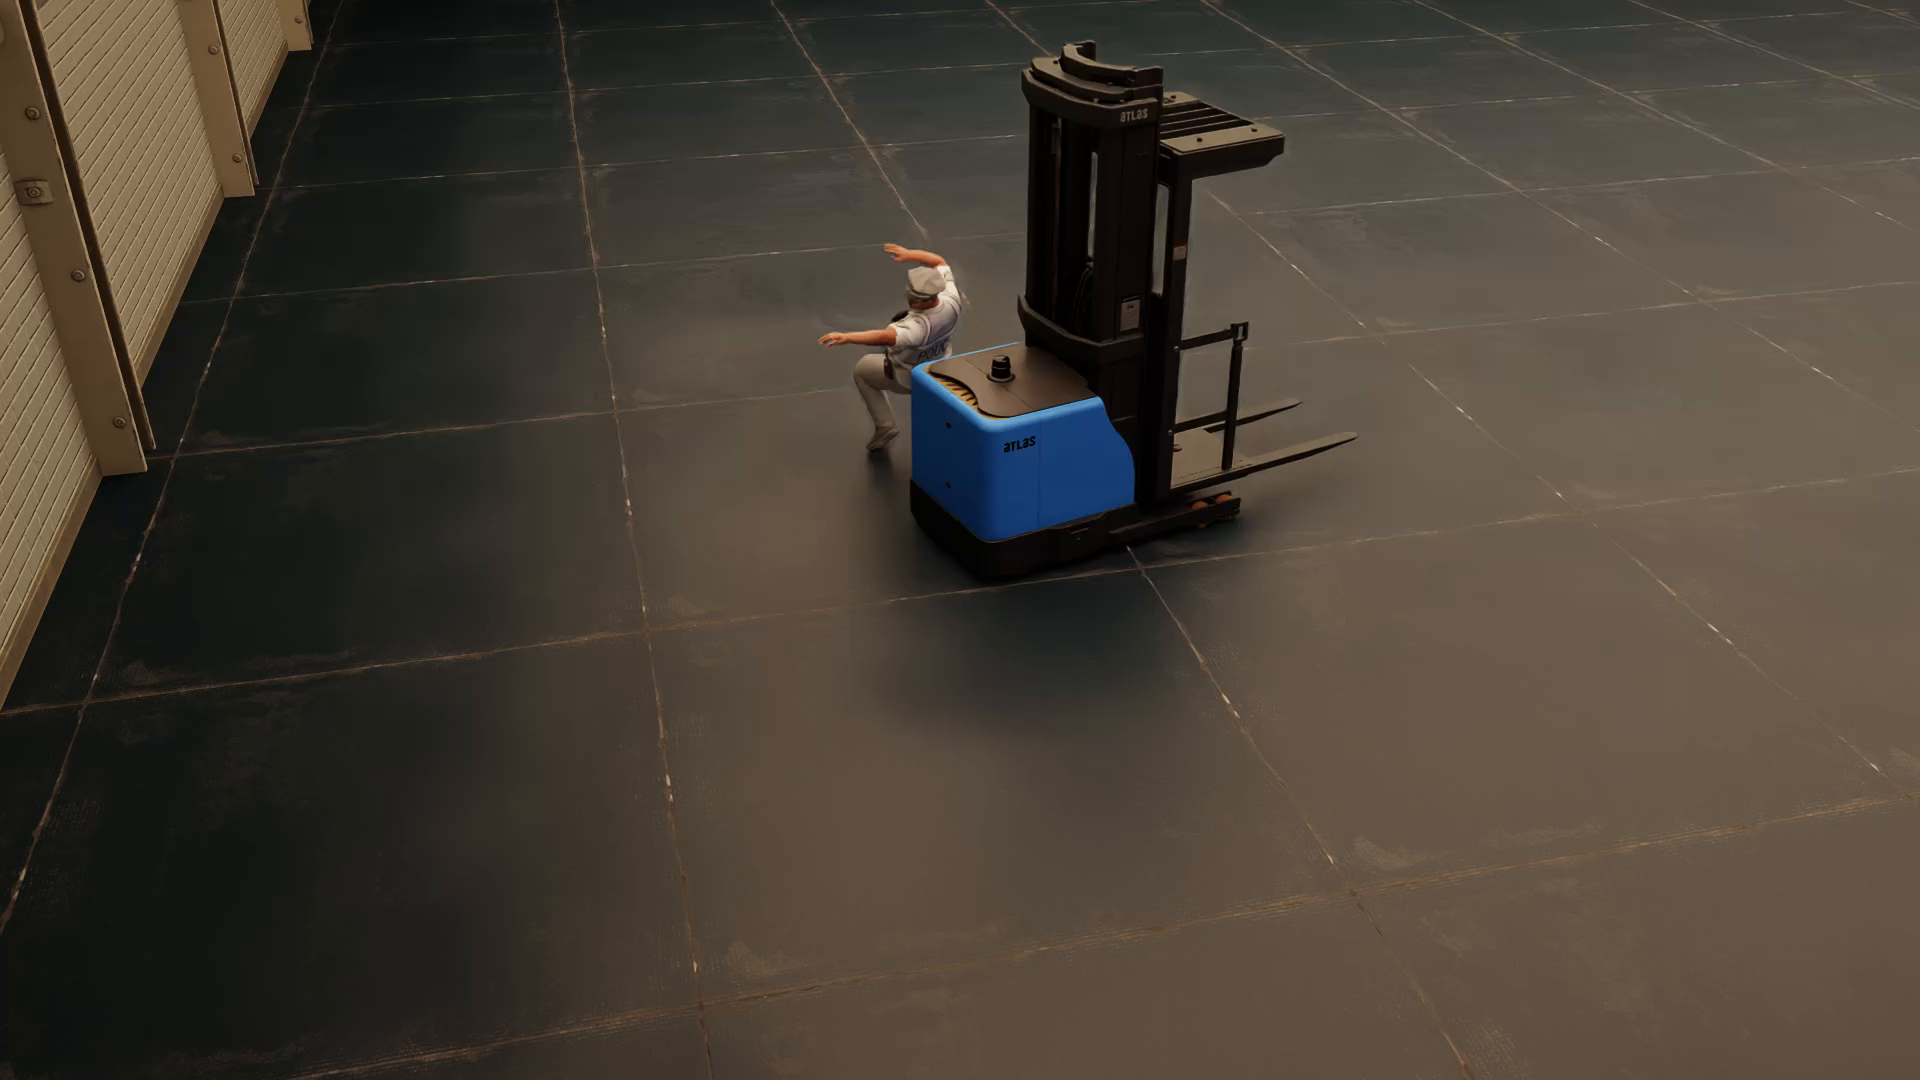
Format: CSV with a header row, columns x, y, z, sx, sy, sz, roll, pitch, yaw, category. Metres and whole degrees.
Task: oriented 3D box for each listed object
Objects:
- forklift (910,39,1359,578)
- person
x,y,z,sx,sy,sz,roll,pitch,yaw,category
1.222,-1.562,10.273,3.031,2.935,1.130,-16,34,-25,forklift
-0.562,-1.158,10.994,1.107,1.601,0.863,-17,34,-27,person
